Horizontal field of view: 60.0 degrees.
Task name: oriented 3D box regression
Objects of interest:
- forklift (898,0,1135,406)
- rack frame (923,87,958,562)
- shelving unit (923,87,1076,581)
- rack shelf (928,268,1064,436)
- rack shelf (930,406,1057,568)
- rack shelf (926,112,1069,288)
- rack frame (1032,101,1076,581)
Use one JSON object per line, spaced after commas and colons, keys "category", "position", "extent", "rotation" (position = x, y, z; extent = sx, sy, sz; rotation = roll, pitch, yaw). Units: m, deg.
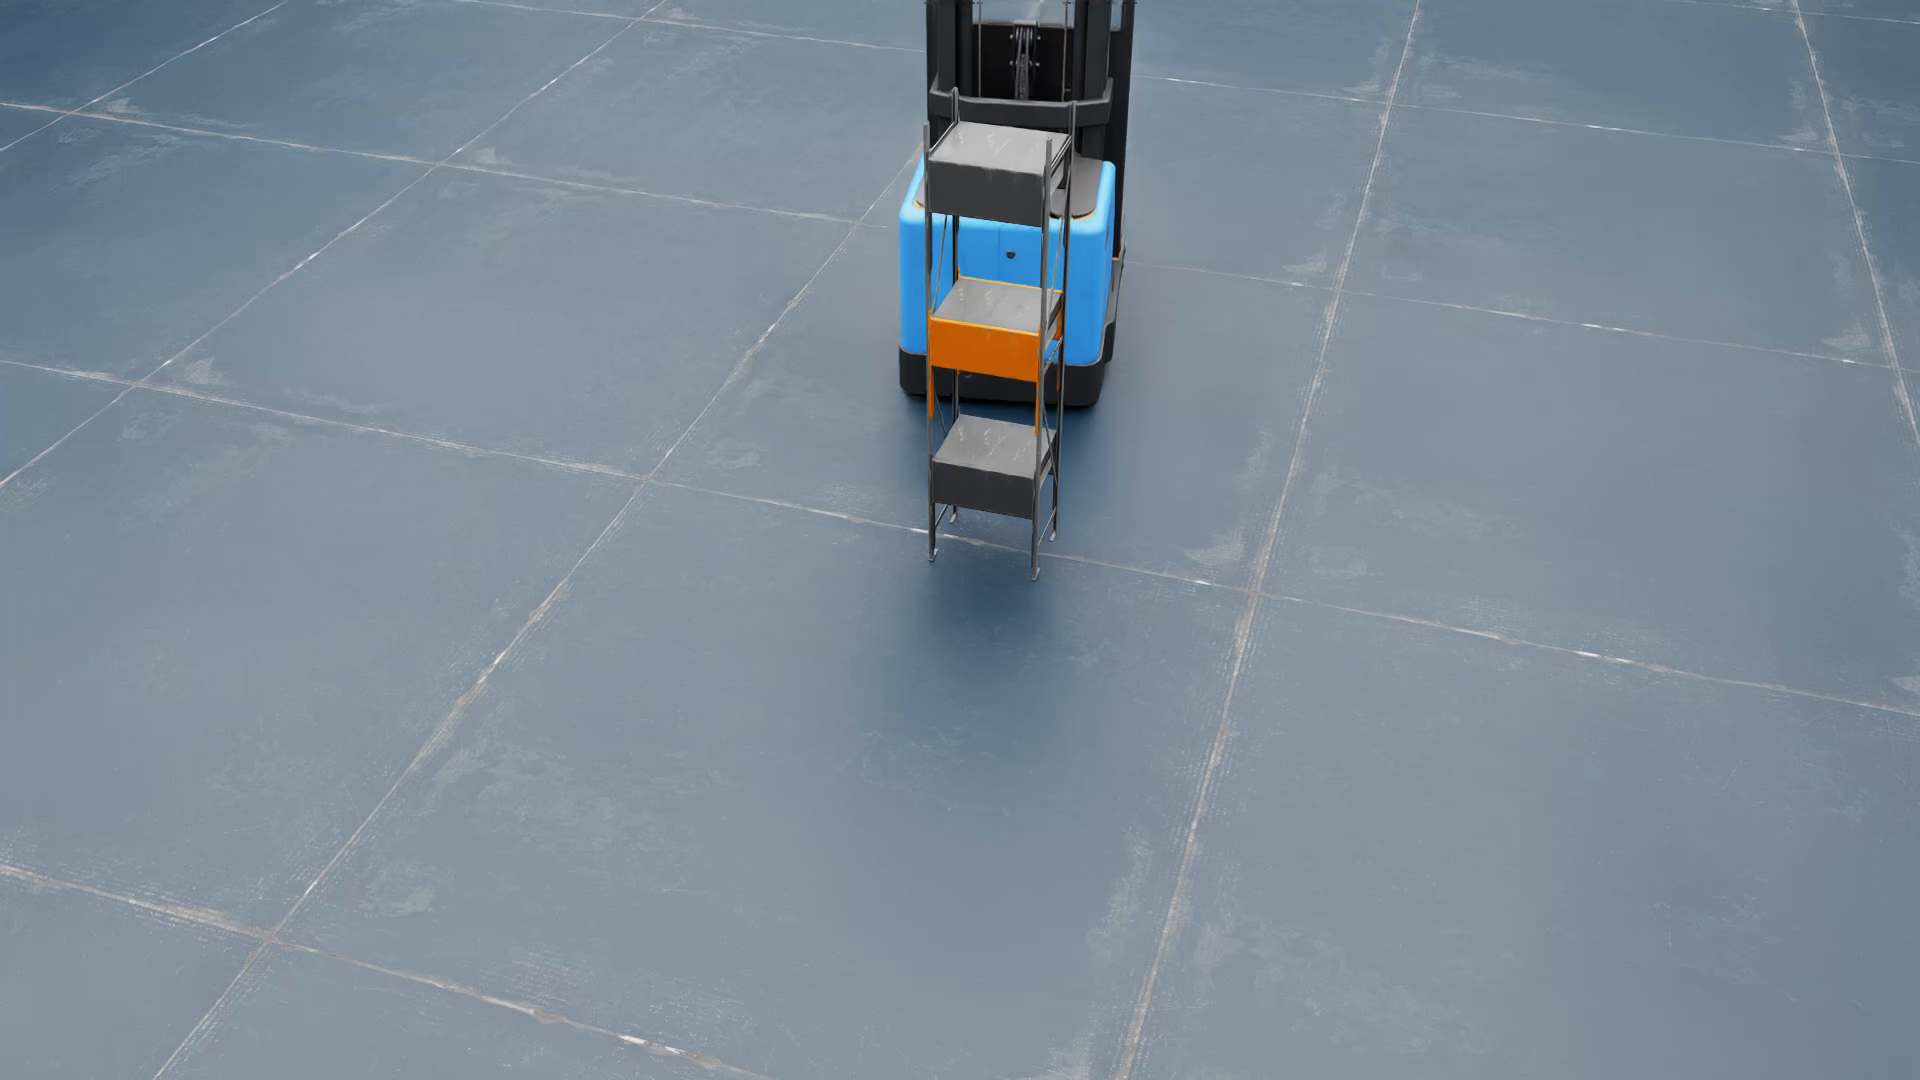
{"category": "forklift", "position": [0.400, -2.737, 8.995], "extent": [1.130, 2.935, 3.031], "rotation": [5, 37, 6]}
{"category": "rack frame", "position": [-0.075, -0.860, 7.146], "extent": [0.015, 2.100, 0.400], "rotation": [10, 38, 14]}
{"category": "shelving unit", "position": [0.158, -0.816, 7.088], "extent": [0.503, 2.100, 0.431], "rotation": [10, 38, 14]}
{"category": "rack shelf", "position": [0.158, -0.805, 7.096], "extent": [0.480, 0.518, 0.431], "rotation": [10, 38, 14]}
{"category": "rack shelf", "position": [0.158, -0.242, 7.511], "extent": [0.480, 0.518, 0.431], "rotation": [10, 38, 14]}
{"category": "rack shelf", "position": [0.158, -1.369, 6.681], "extent": [0.480, 0.518, 0.431], "rotation": [10, 38, 14]}
{"category": "rack frame", "position": [0.391, -0.773, 7.029], "extent": [0.015, 2.100, 0.400], "rotation": [10, 38, 14]}
